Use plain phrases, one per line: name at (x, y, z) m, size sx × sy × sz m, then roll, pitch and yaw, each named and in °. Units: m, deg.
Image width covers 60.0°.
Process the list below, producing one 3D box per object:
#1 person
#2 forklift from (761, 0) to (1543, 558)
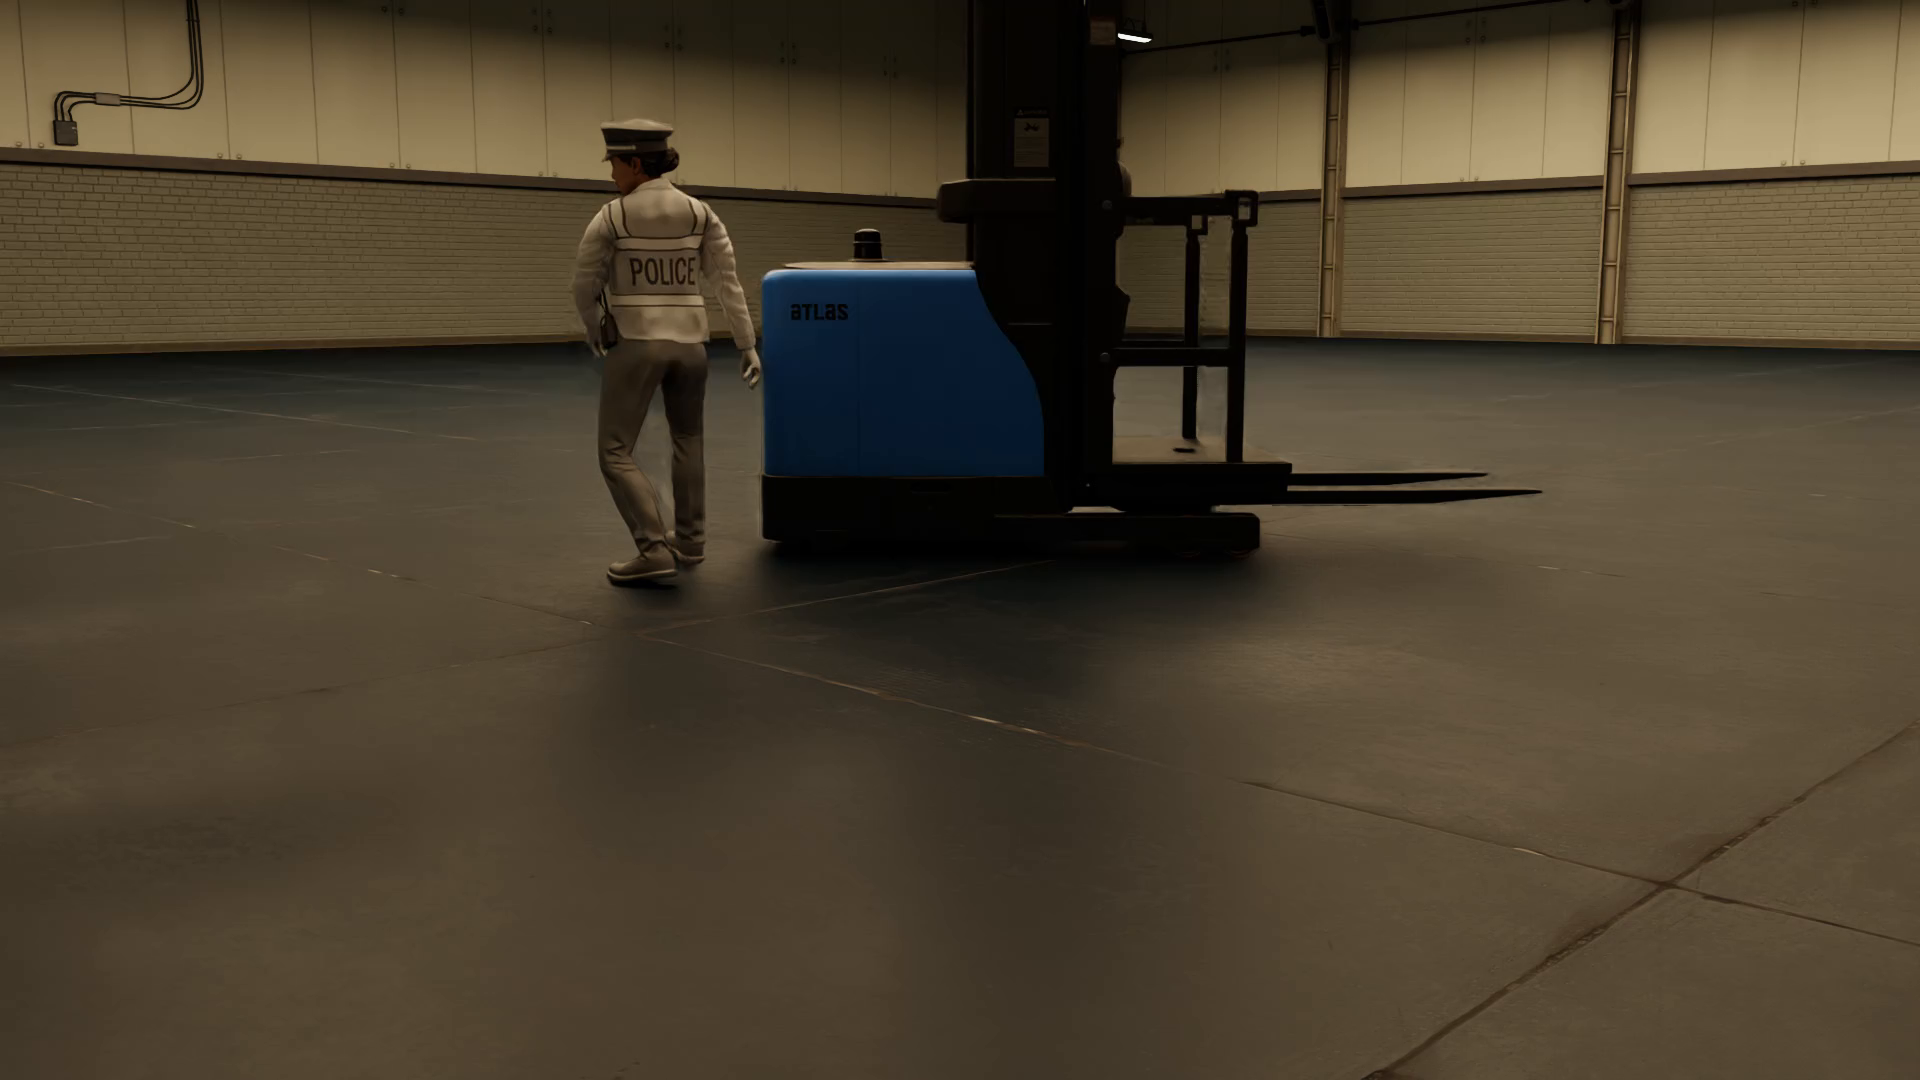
person at (-1.034, -0.679, 5.916) m, size 0.644 × 1.582 × 0.719 m, roll -6°, pitch 11°, yaw -36°
forklift at (0.749, -1.461, 6.573) m, size 3.031 × 2.935 × 1.130 m, roll 0°, pitch 9°, yaw -2°
